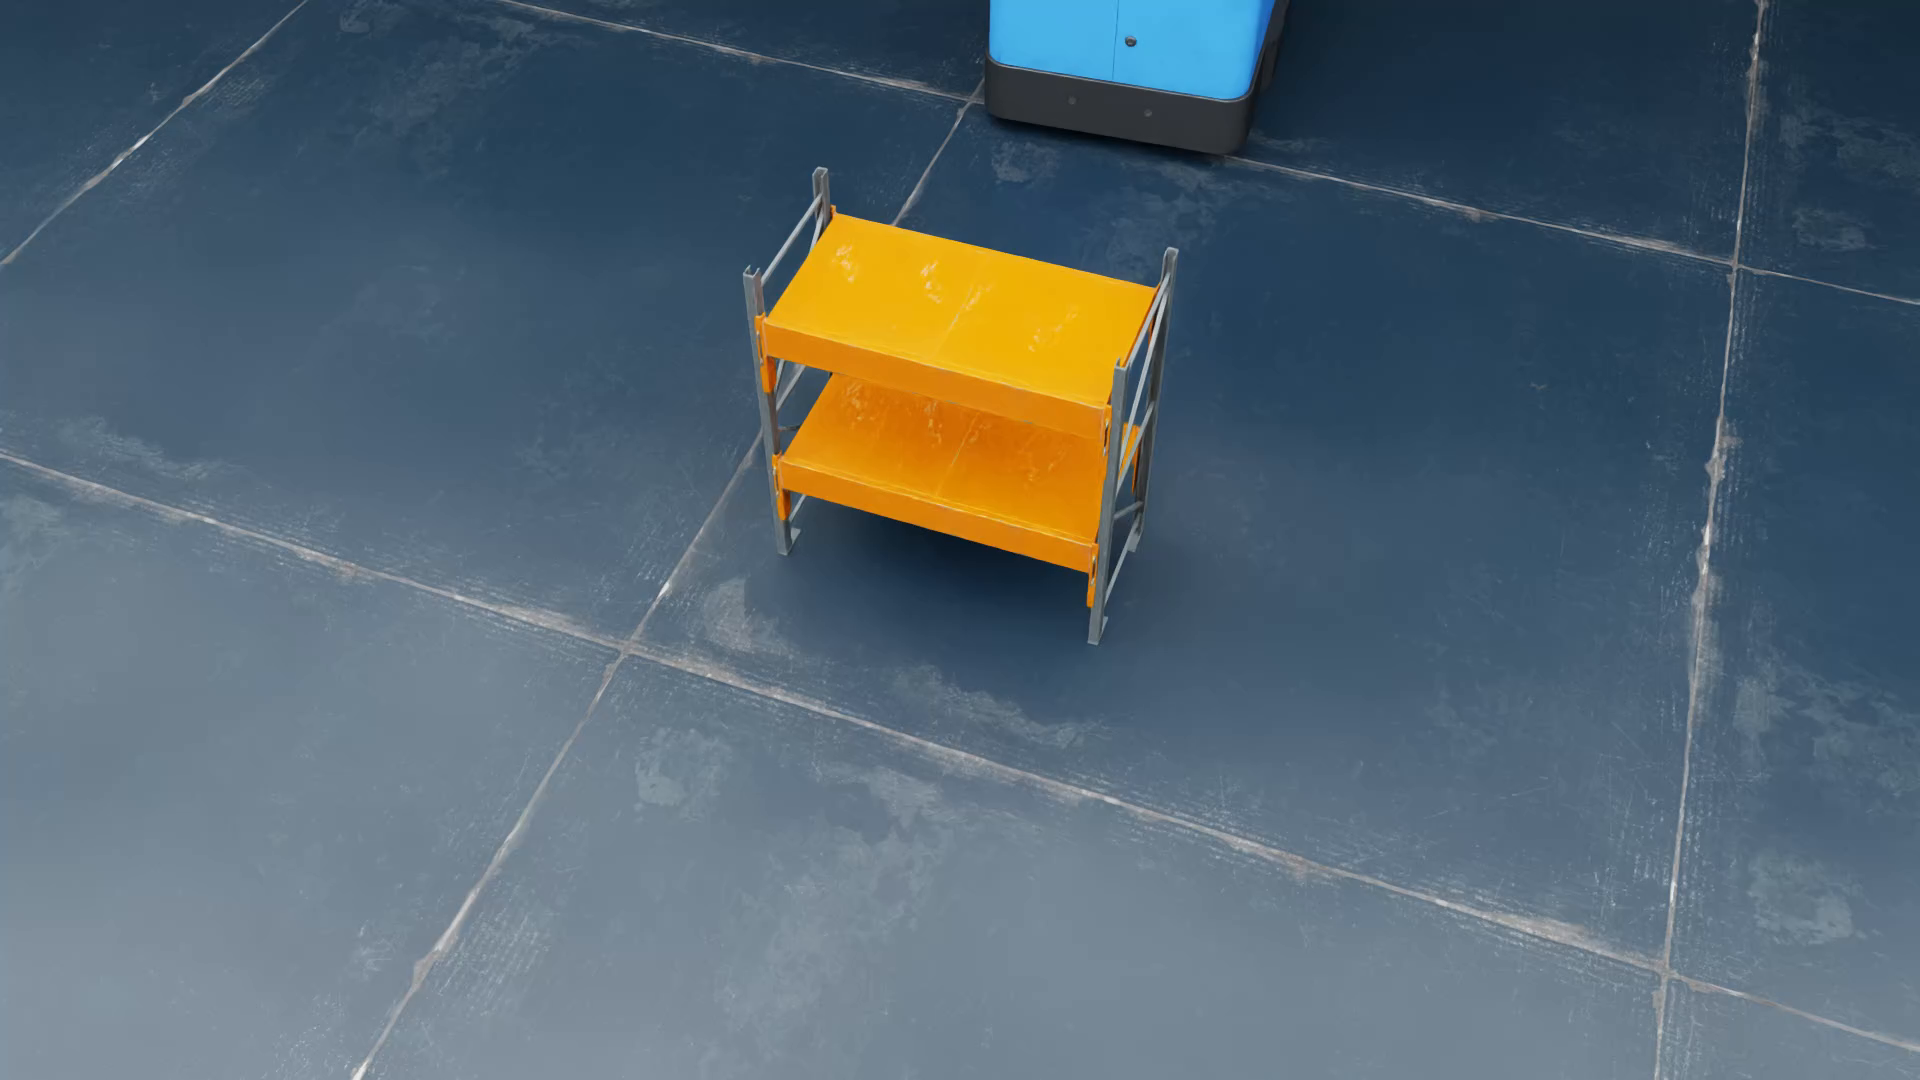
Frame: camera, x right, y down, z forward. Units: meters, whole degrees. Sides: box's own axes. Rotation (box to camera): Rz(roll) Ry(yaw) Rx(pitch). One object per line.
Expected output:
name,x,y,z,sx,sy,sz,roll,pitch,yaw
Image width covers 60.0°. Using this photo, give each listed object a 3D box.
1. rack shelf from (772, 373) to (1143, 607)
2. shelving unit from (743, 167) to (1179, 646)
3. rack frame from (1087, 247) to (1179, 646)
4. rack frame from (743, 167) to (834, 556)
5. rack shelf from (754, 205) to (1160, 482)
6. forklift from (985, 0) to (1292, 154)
rack shelf,0.006,-0.206,5.008,1.000,0.278,0.538,16,51,13
shelving unit,0.006,-0.367,4.823,1.048,1.125,0.538,16,51,13
rack frame,0.483,-0.234,4.708,0.032,1.125,0.500,16,51,13
rack frame,-0.471,-0.500,4.939,0.032,1.125,0.500,16,51,13
rack shelf,0.006,-0.558,4.602,1.000,0.278,0.538,16,51,13
forklift,0.993,-3.599,6.429,1.130,2.935,3.031,12,50,10
